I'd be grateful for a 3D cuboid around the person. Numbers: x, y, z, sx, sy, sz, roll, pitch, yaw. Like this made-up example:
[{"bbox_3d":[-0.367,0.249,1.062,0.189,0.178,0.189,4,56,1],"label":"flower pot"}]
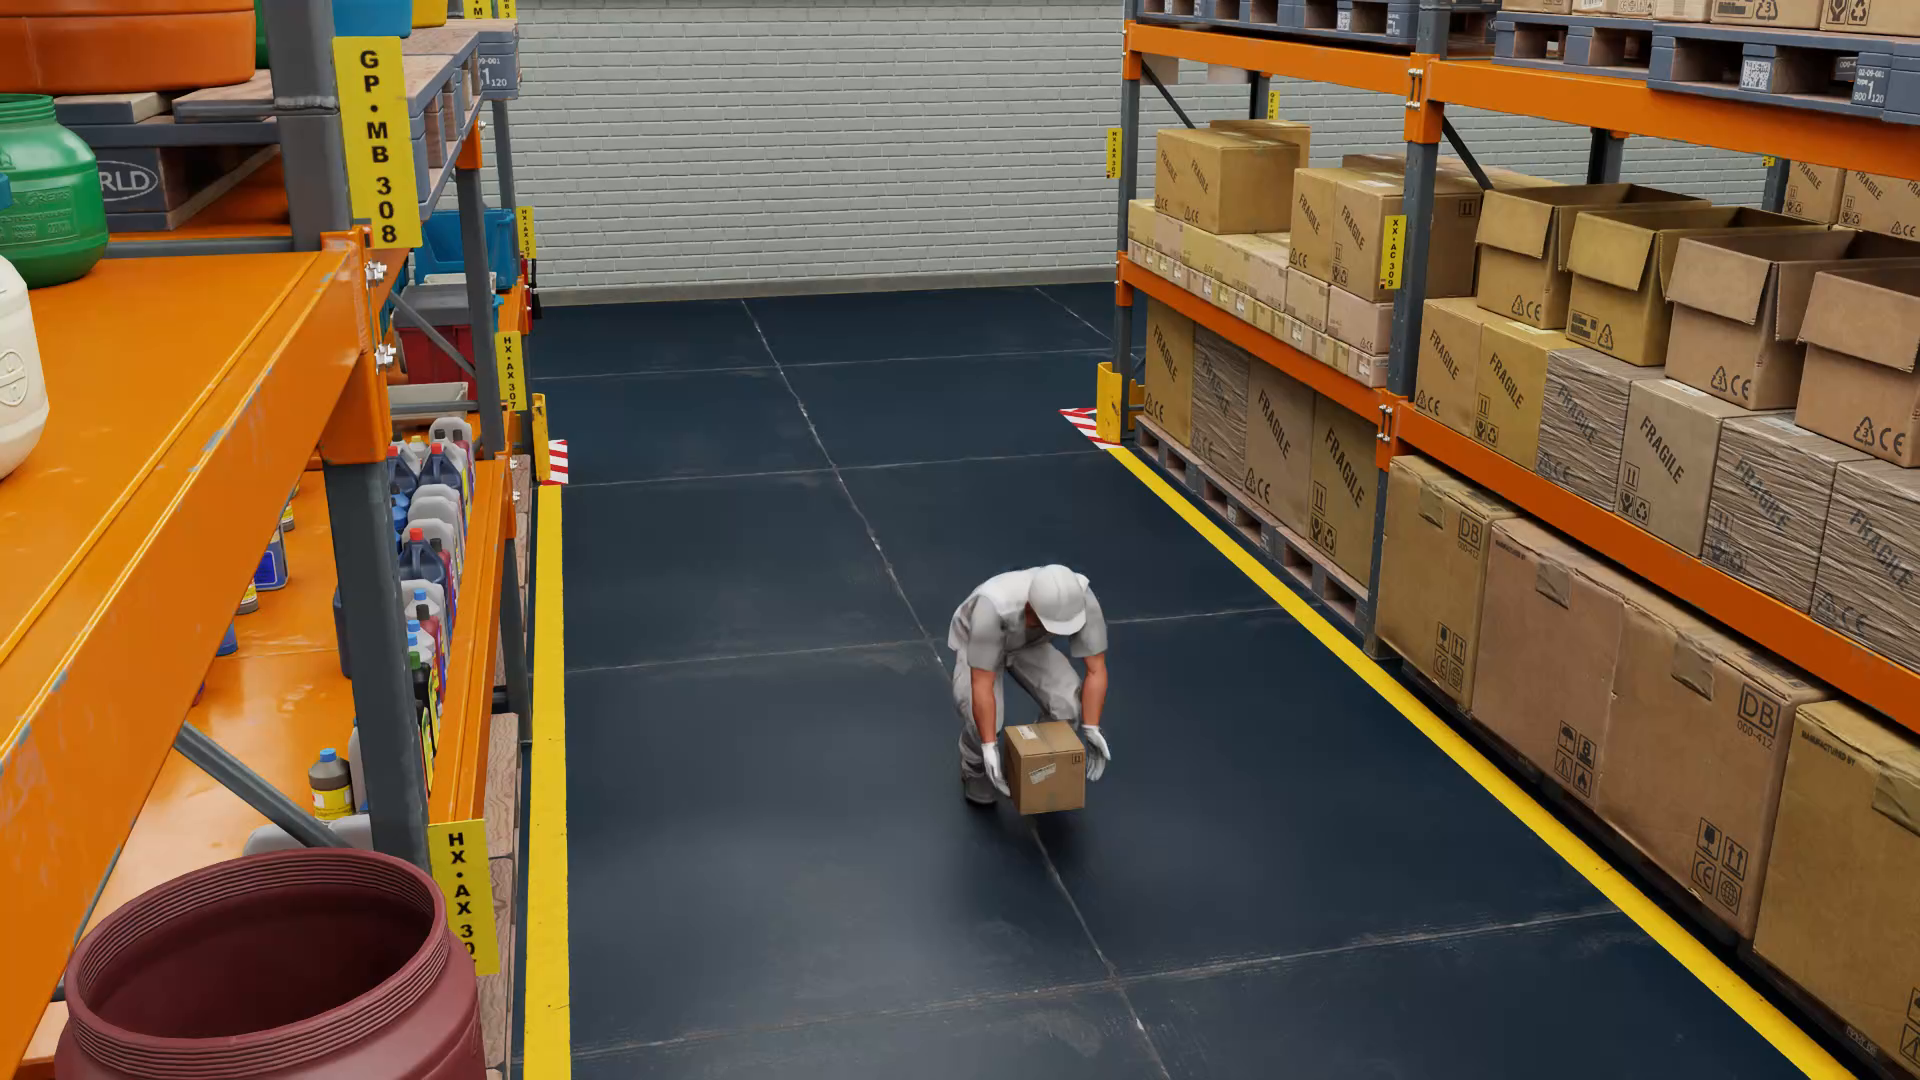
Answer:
[{"bbox_3d":[0.262,0.523,6.569,0.581,1.115,0.856,-5,20,-13],"label":"person"}]
